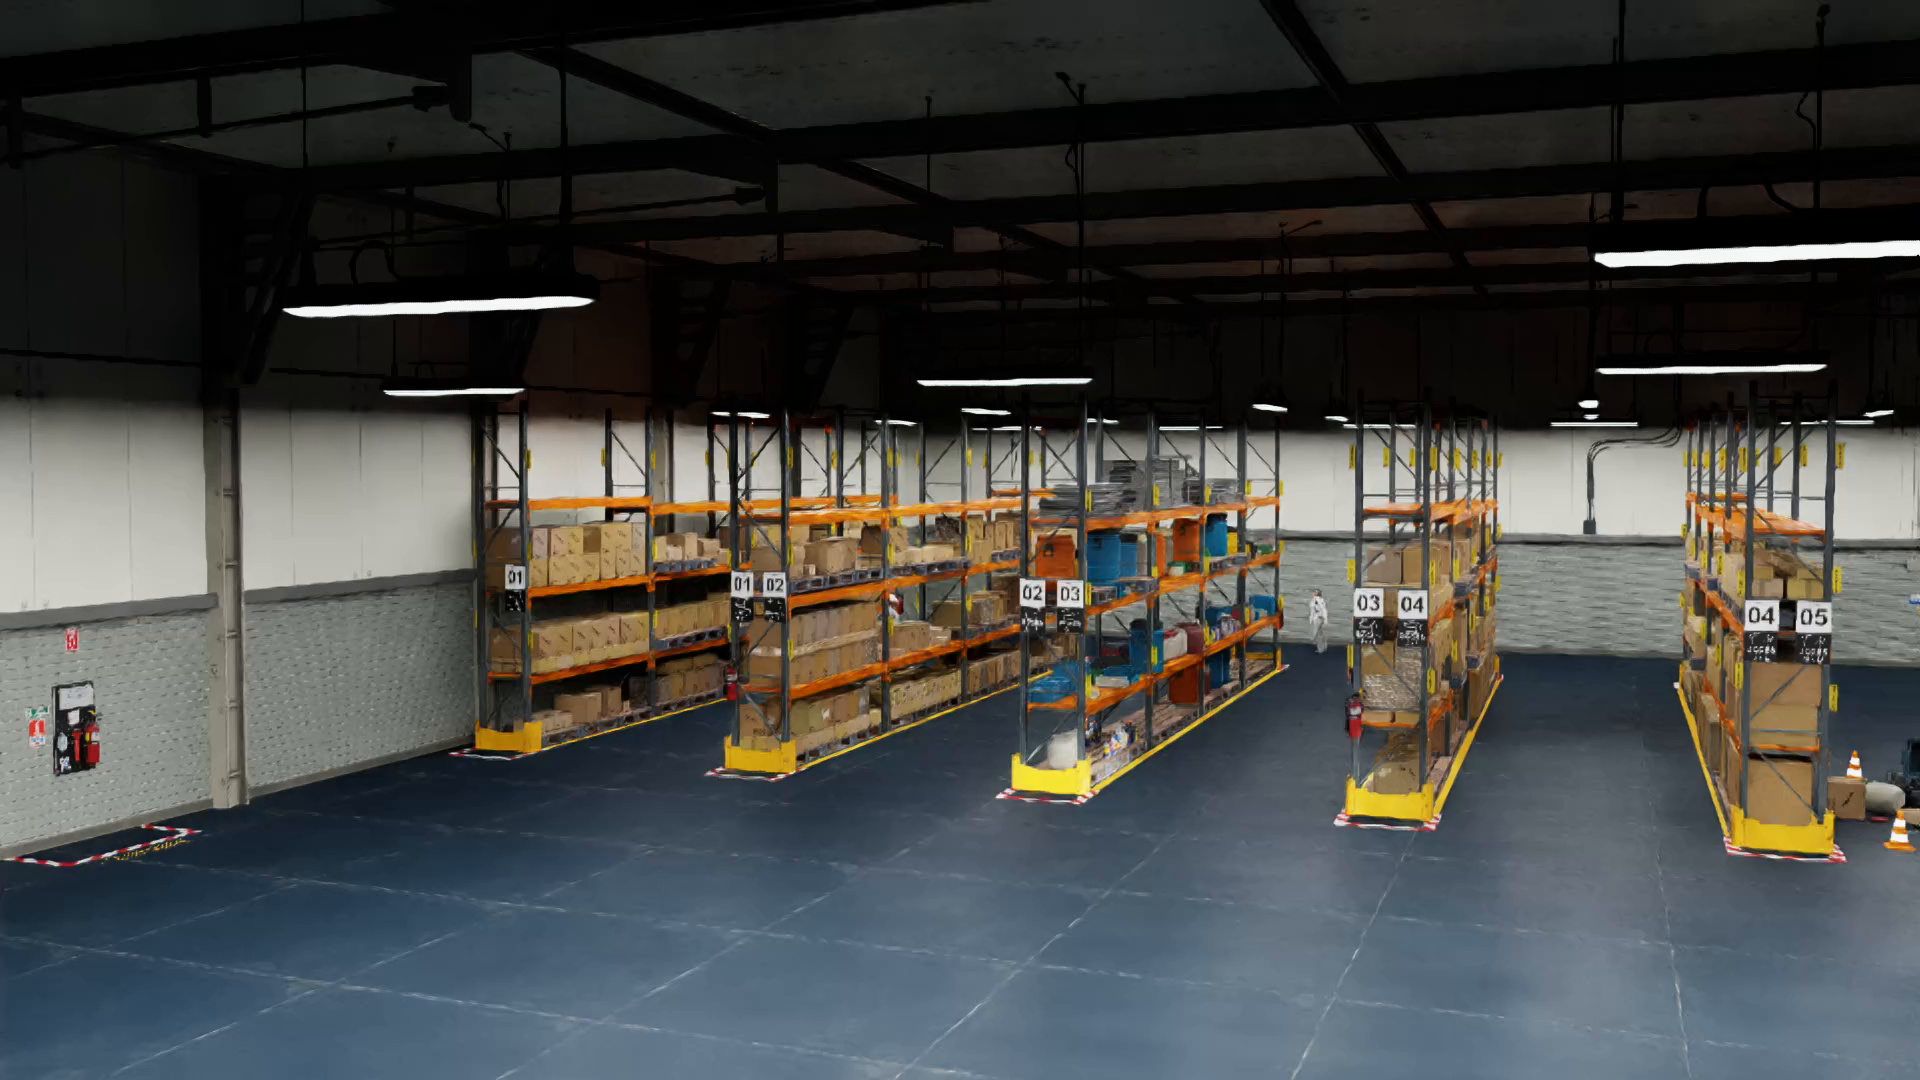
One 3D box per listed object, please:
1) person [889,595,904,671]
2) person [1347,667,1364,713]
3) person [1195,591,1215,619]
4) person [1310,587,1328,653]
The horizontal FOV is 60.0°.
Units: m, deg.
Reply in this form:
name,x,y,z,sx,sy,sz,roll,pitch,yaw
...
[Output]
name,x,y,z,sx,sy,sz,roll,pitch,yaw
person,-1.571,2.183,39.391,0.465,1.780,0.598,0,3,4
person,7.860,2.610,32.768,0.479,1.567,1.090,1,3,23
person,6.228,2.111,42.303,0.543,1.649,1.119,1,3,19
person,9.314,2.063,43.133,0.468,1.675,0.578,-1,3,-12
